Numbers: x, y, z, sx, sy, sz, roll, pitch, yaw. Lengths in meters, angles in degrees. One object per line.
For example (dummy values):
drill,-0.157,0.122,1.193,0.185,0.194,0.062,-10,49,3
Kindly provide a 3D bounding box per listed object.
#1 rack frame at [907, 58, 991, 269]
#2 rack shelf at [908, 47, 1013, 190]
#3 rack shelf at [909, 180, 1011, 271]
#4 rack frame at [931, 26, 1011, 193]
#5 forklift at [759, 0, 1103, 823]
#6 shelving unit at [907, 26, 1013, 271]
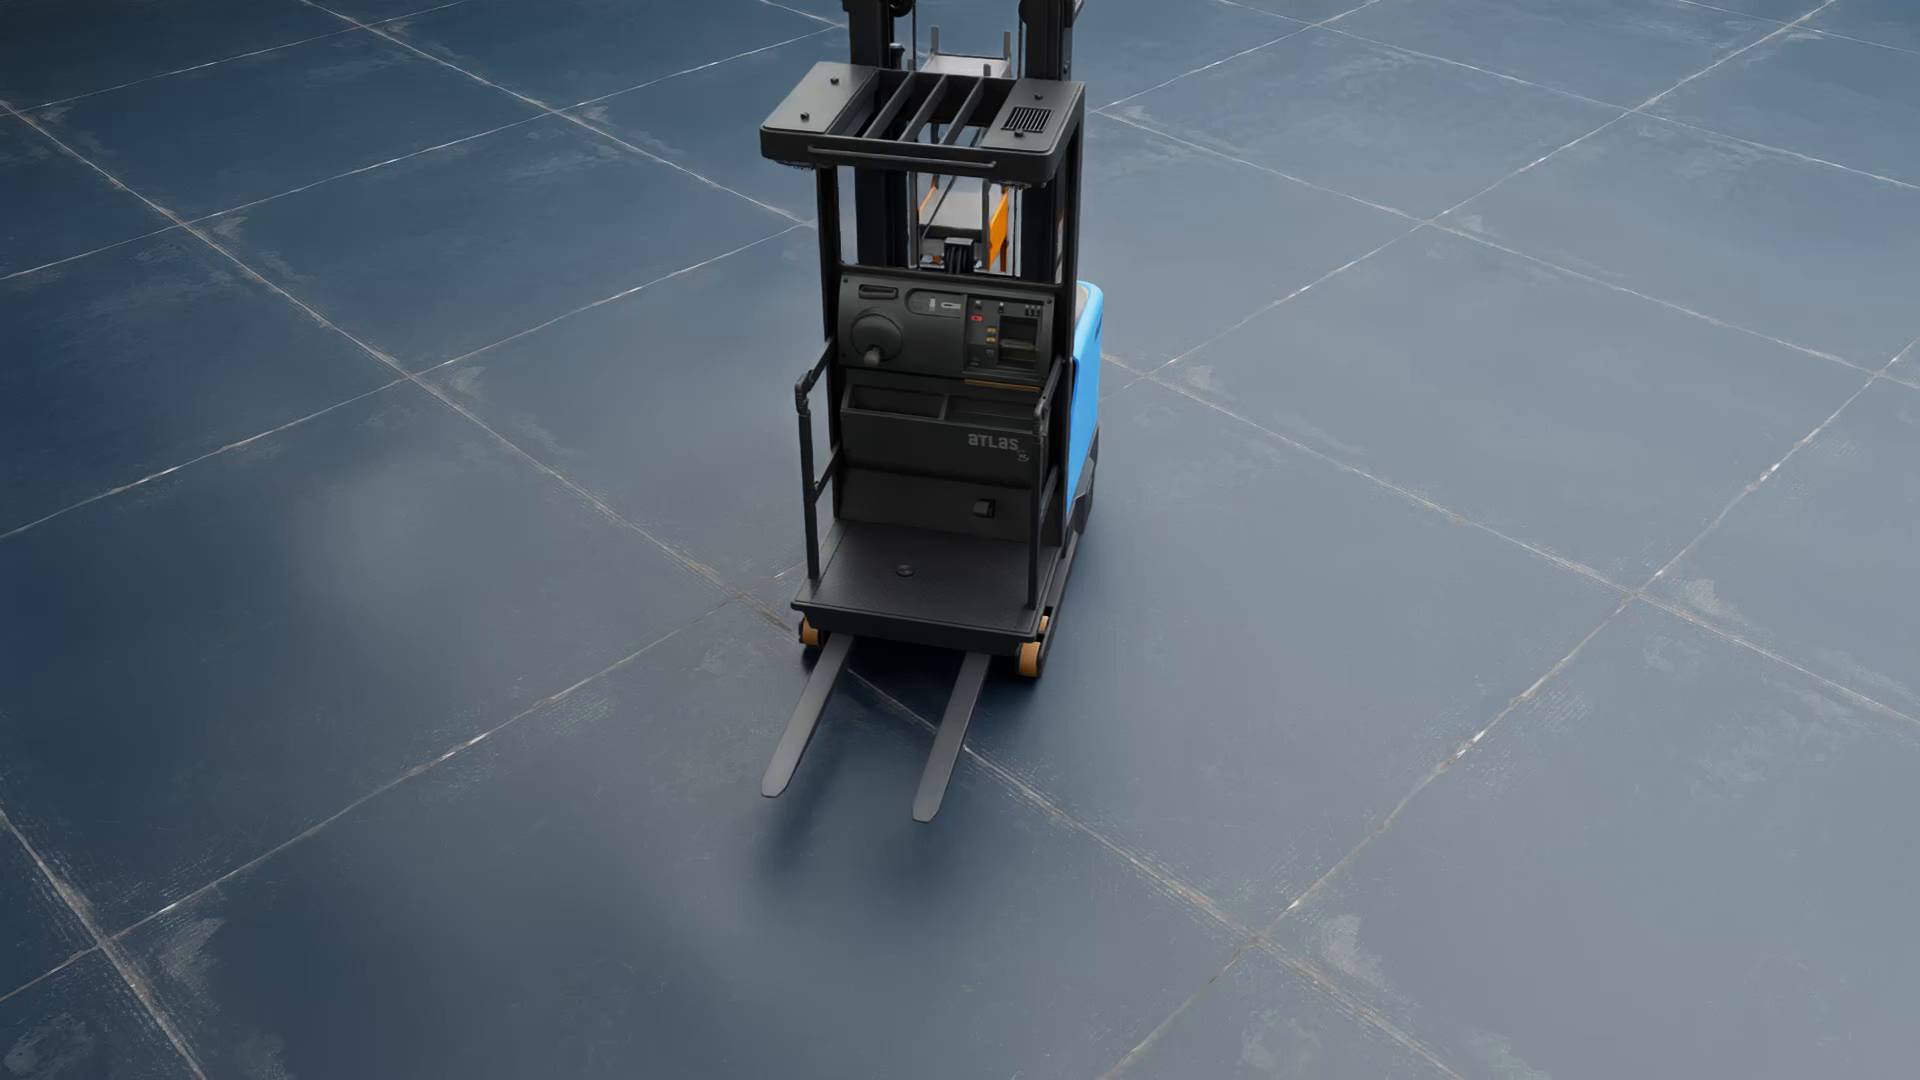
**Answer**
rack frame,-0.051,-1.384,8.399,0.400,2.100,0.015,7,36,10
rack shelf,0.002,-2.083,8.202,0.431,0.518,0.480,7,36,10
rack shelf,0.002,-1.509,8.602,0.431,0.518,0.480,7,36,10
rack frame,0.055,-1.657,8.790,0.400,2.100,0.015,7,36,10
forklift,-0.108,-0.832,6.881,1.130,2.935,3.031,7,36,11
shelving unit,0.002,-1.520,8.594,0.431,2.100,0.503,7,36,10
